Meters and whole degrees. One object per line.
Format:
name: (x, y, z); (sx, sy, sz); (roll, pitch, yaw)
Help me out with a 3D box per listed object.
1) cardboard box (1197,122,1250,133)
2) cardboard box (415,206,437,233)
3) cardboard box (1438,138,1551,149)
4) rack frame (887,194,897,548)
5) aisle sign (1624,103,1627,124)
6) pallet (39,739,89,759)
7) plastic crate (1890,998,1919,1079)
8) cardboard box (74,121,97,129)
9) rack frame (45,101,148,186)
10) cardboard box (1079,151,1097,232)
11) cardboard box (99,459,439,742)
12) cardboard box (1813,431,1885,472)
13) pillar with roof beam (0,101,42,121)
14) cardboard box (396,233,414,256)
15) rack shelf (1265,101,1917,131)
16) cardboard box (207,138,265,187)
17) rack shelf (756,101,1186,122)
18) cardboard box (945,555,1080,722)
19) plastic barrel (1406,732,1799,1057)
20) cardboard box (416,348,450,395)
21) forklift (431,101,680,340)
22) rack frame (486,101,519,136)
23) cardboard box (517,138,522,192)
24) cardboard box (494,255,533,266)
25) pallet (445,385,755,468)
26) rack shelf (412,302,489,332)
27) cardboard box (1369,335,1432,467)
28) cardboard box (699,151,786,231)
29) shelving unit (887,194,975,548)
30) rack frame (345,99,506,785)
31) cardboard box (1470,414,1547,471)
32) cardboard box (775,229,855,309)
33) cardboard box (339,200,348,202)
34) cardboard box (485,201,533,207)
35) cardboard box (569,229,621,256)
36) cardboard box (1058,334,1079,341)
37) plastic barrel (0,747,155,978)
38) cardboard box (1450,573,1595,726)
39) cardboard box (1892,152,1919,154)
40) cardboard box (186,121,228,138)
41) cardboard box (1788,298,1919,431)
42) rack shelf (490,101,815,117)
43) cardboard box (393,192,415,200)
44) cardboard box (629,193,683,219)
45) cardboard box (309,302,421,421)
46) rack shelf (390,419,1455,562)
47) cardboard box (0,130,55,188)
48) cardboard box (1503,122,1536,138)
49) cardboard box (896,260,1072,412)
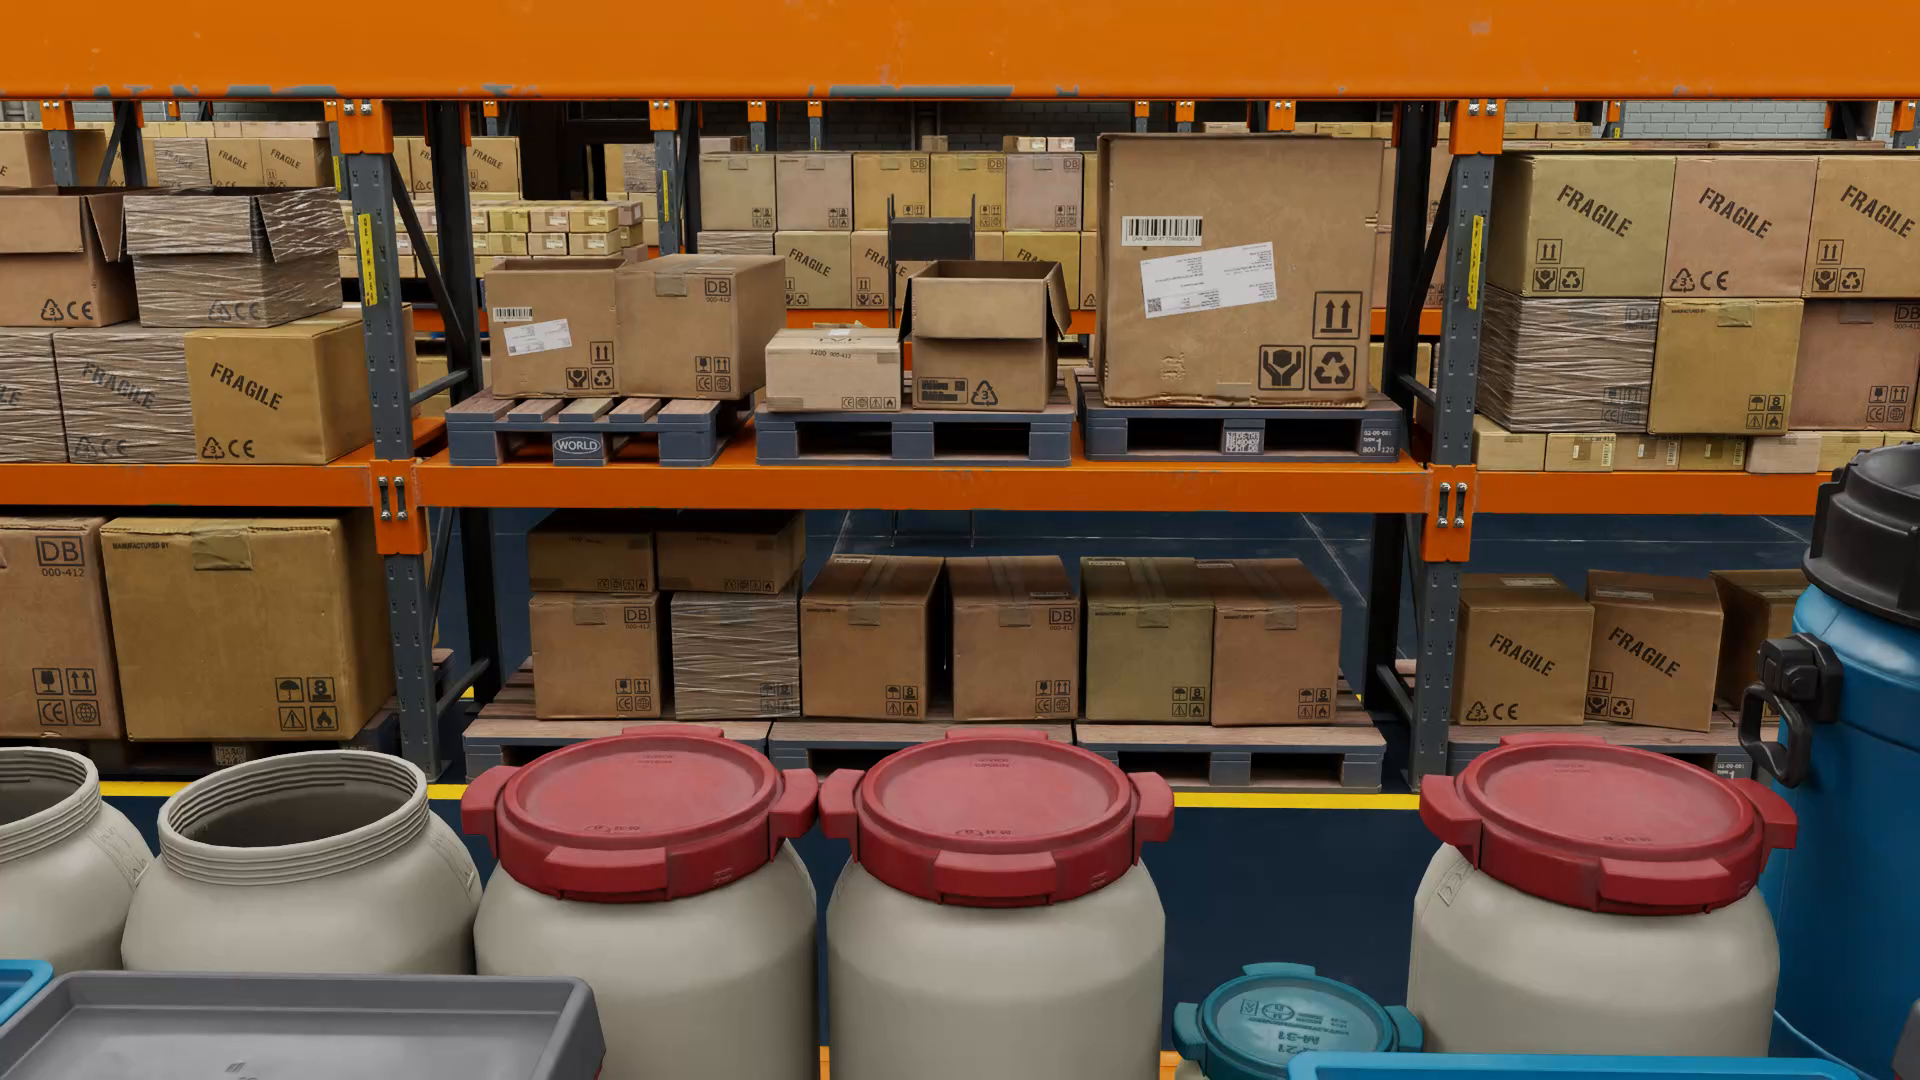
cardboard box: (2.542, -3.720, 15.820); (0.500, 0.500, 0.700); (0, 15, 1)
cardboard box: (-3.439, -2.129, 11.031); (0.250, 0.149, 0.380); (0, 15, 1)
cardboard box: (3.539, -2.410, 11.184); (0.550, 0.550, 0.875); (0, 15, 1)
rack frame: (-0.409, -1.018, 10.082); (0.015, 2.100, 0.400); (0, 15, 1)
aisle sign: (6.161, -4.259, 15.506); (0.004, 0.787, 0.394); (0, 15, 1)
pallet: (-4.147, 0.714, 7.219); (1.213, 0.211, 1.003); (0, 15, 1)
plastic crate: (1.236, 0.732, 1.560); (0.583, 0.464, 0.402); (0, 15, 1)
cardboard box: (-8.493, -3.953, 16.016); (0.250, 0.149, 0.380); (1, 15, 2)
rack frame: (-5.915, -1.891, 11.629); (0.127, 3.000, 1.000); (0, 15, 1)
cardboard box: (1.071, -2.376, 11.308); (0.500, 0.500, 0.700); (0, 15, 0)
cardboard box: (-2.834, 0.213, 6.993); (0.875, 0.875, 1.225); (0, 15, -1)
cardboard box: (3.312, -0.374, 6.368); (0.250, 0.149, 0.380); (0, 15, 1)
pillar with roof beam: (-12.548, -6.497, 17.324); (0.400, 9.000, 9.100); (0, 15, 1)
cardboard box: (-3.712, -1.986, 11.072); (0.250, 0.149, 0.380); (1, 15, 3)
rack shelf: (4.081, -2.929, 11.091); (4.000, 0.370, 1.077); (0, 15, 1)
cardboard box: (-6.876, -3.624, 16.041); (0.500, 0.500, 0.500); (0, 15, 1)
rack shelf: (0.108, -4.218, 15.977); (4.000, 0.370, 1.077); (0, 15, 1)
cardboard box: (0.206, 0.400, 6.981); (0.500, 0.500, 0.700); (-1, 15, -3)
plastic barrel: (0.777, 0.560, 2.070); (0.433, 0.535, 0.433); (0, 15, 0)
cardboard box: (-3.620, -1.168, 11.493); (0.500, 0.250, 0.500); (1, 15, 3)
forklift: (-2.768, -2.396, 13.674); (3.031, 2.935, 1.130); (-1, 15, -2)
rack frame: (-5.767, -4.420, 21.214); (0.127, 3.000, 1.000); (0, 15, 1)
cardboard box: (-3.930, -3.608, 15.979); (0.500, 0.500, 0.500); (0, 15, 1)
cardboard box: (-2.927, -1.836, 11.090); (0.250, 0.149, 0.380); (1, 15, 2)
pallet: (-1.429, -0.531, 6.848); (1.003, 0.211, 1.213); (0, 15, 1)
rack shelf: (-3.916, -1.530, 11.671); (4.000, 0.370, 1.077); (0, 15, 1)
cardboard box: (2.709, -0.993, 11.565); (0.875, 0.875, 0.875); (1, 15, 2)
cardboard box: (-1.468, -2.392, 11.369); (0.500, 0.500, 0.700); (0, 15, 1)
shelving unit: (-0.165, -1.016, 10.076); (0.503, 2.100, 0.431); (0, 15, 1)
rack frame: (-2.144, -0.601, 6.738); (0.127, 3.000, 1.000); (0, 15, 1)
cardboard box: (2.062, -0.375, 6.375); (0.250, 0.149, 0.380); (0, 15, 1)
cardboard box: (-0.966, -1.839, 11.235); (0.500, 0.500, 0.500); (0, 15, 1)
cardboard box: (-4.474, -2.300, 11.680); (0.250, 0.149, 0.380); (0, 15, 0)
cardboard box: (-3.152, -2.293, 11.653); (0.250, 0.149, 0.380); (0, 15, -1)
cardboard box: (-2.422, -1.978, 11.042); (0.250, 0.149, 0.380); (1, 15, 3)
cardboard box: (0.864, -2.041, 16.525); (0.625, 0.372, 0.950); (1, 15, 5)
plastic barrel: (-1.237, 0.560, 2.117); (0.421, 0.512, 0.421); (0, 15, 0)
cardboard box: (2.253, 0.443, 6.856); (0.500, 0.500, 0.500); (0, 15, 0)
cardboard box: (3.798, -1.176, 6.179); (0.500, 0.500, 0.500); (0, 15, 1)
cardboard box: (-7.220, -3.944, 15.980); (0.250, 0.149, 0.380); (0, 15, 1)
cardboard box: (3.304, -0.759, 6.556); (0.500, 0.500, 0.875); (0, 15, 1)
rack shelf: (-3.767, -5.510, 20.873); (4.000, 0.370, 1.077); (0, 15, 1)
cardboard box: (-5.457, -3.249, 16.088); (0.500, 0.250, 0.500); (0, 15, 0)
cardboard box: (-2.894, -3.238, 16.048); (0.500, 0.250, 0.500); (0, 15, 0)
cardboard box: (-2.623, -0.722, 7.000); (0.500, 0.500, 0.500); (1, 15, 3)
rack shelf: (-0.145, -0.240, 6.780); (4.000, 0.370, 1.077); (0, 15, 1)
cardboard box: (-6.392, -2.501, 11.201); (0.500, 0.500, 0.500); (0, 15, -1)
cardboard box: (5.084, -3.705, 15.763); (0.500, 0.500, 0.700); (1, 15, 2)
cardboard box: (0.119, -0.816, 6.526); (0.637, 0.503, 0.797); (2, 15, 7)
